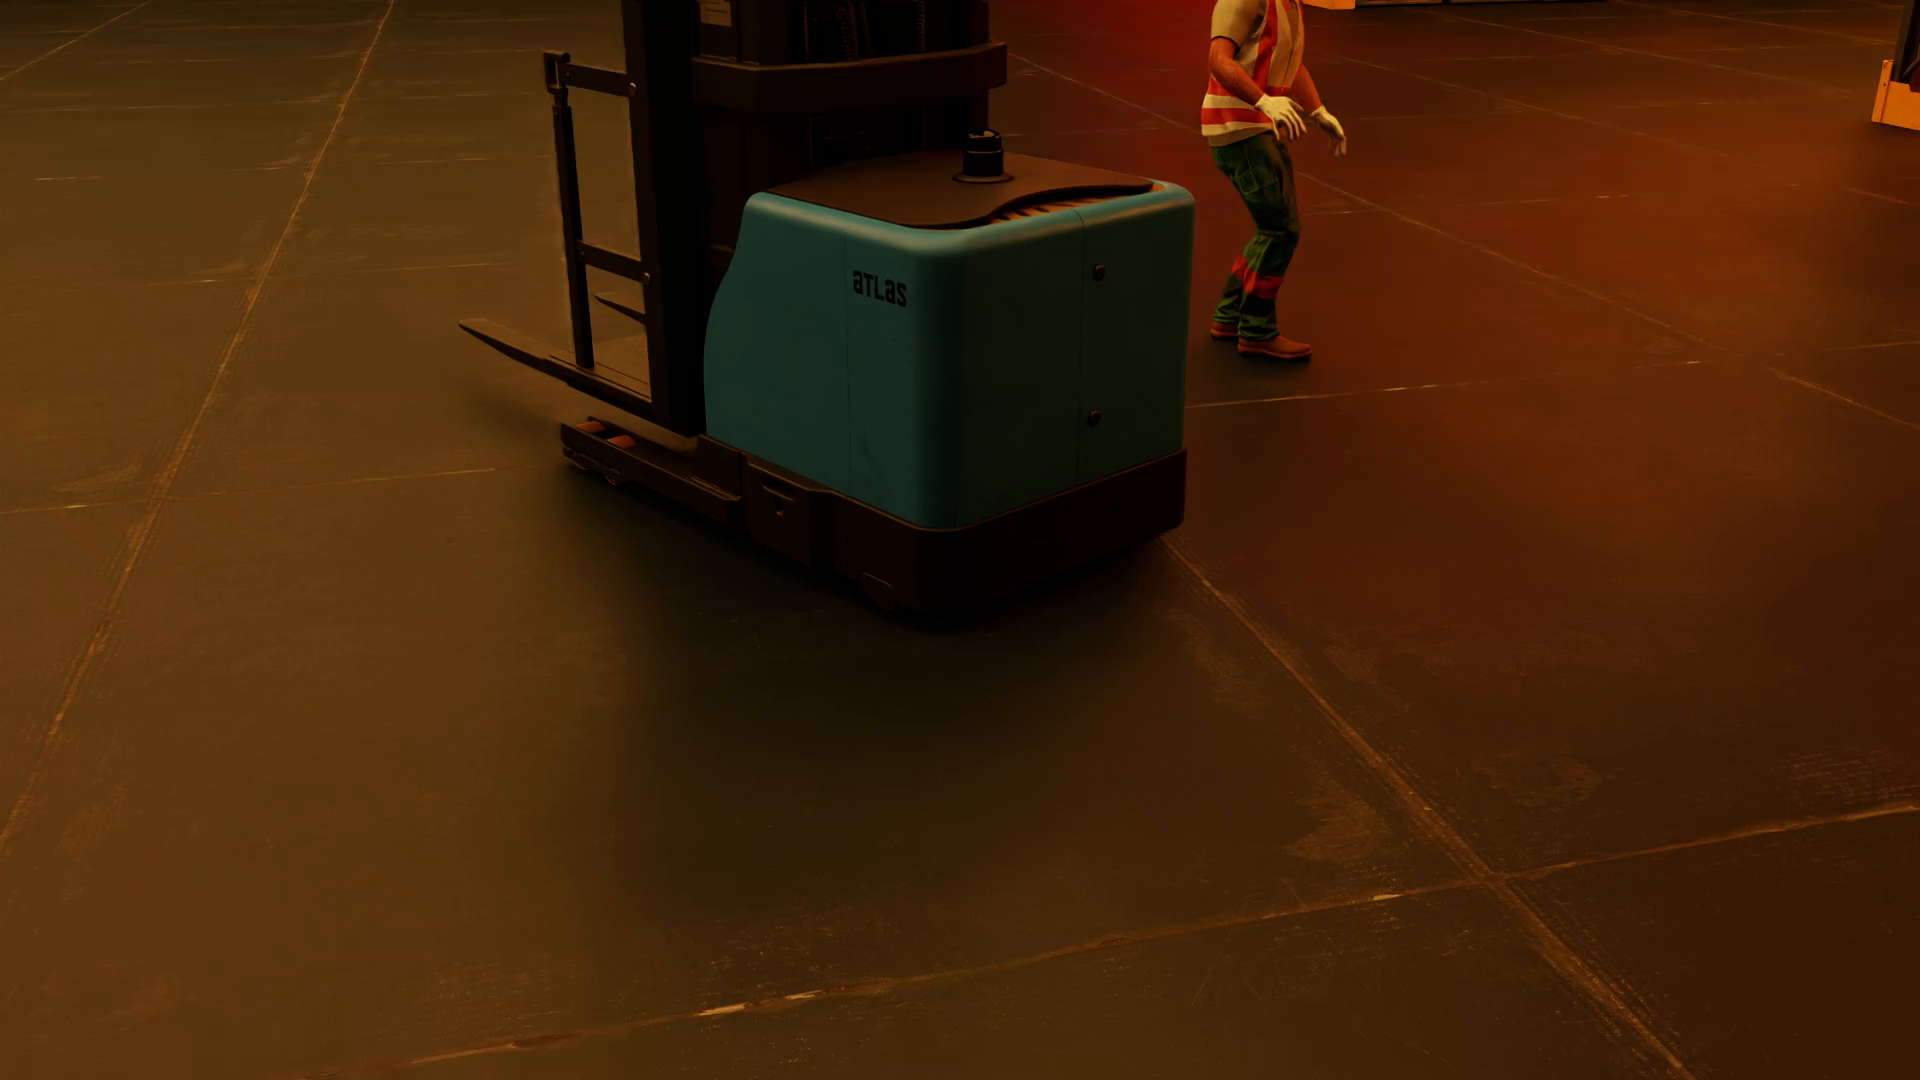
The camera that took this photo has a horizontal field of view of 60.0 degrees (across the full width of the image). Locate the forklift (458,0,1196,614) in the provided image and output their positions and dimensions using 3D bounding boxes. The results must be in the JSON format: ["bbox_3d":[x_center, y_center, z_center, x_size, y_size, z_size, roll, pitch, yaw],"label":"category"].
[{"bbox_3d":[-0.690,-1.645,5.174,1.130,2.935,3.031,-20,30,-38],"label":"forklift"}]

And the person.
[{"bbox_3d":[1.250,-1.609,6.644,0.518,1.732,0.755,11,25,24],"label":"person"}]
